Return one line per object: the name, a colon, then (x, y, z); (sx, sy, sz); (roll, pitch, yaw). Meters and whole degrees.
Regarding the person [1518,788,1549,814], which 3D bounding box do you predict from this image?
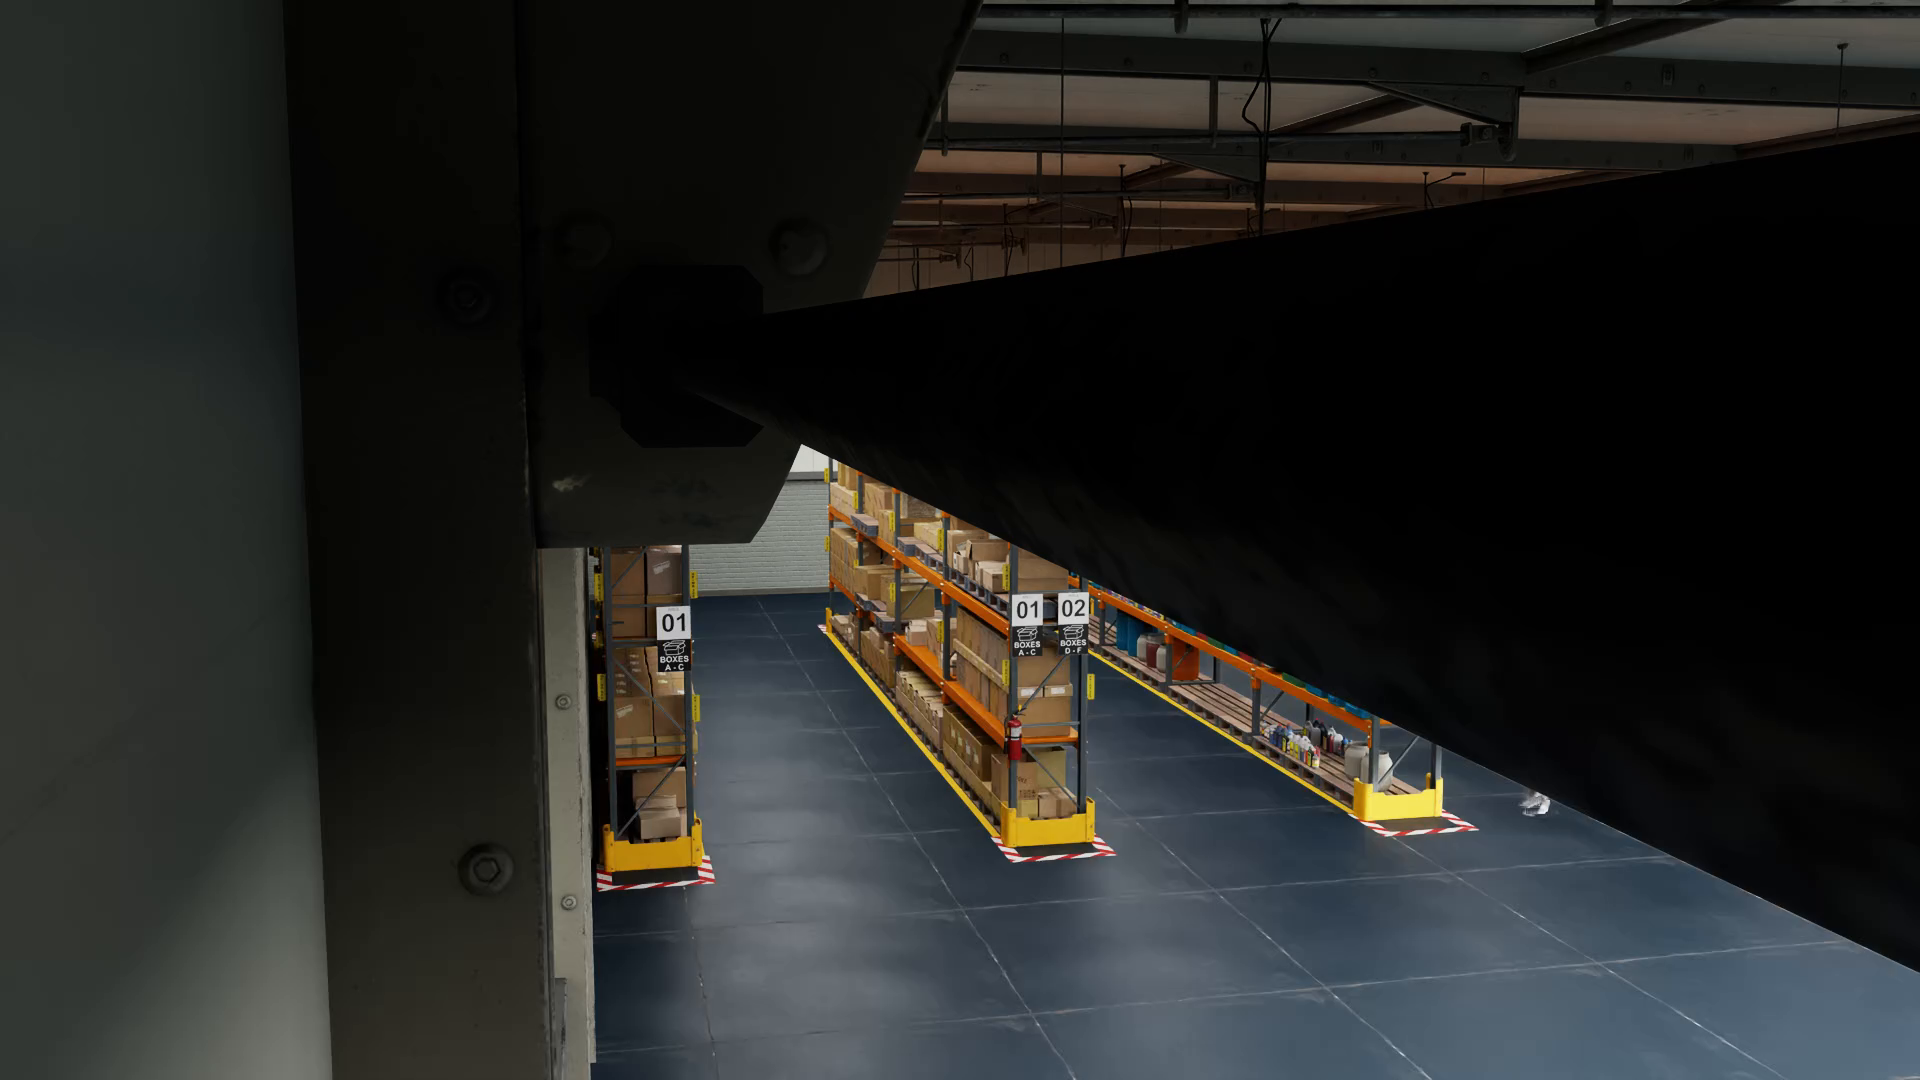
person: (7.825, 2.890, 22.477); (0.513, 1.624, 0.383); (6, 9, 41)
